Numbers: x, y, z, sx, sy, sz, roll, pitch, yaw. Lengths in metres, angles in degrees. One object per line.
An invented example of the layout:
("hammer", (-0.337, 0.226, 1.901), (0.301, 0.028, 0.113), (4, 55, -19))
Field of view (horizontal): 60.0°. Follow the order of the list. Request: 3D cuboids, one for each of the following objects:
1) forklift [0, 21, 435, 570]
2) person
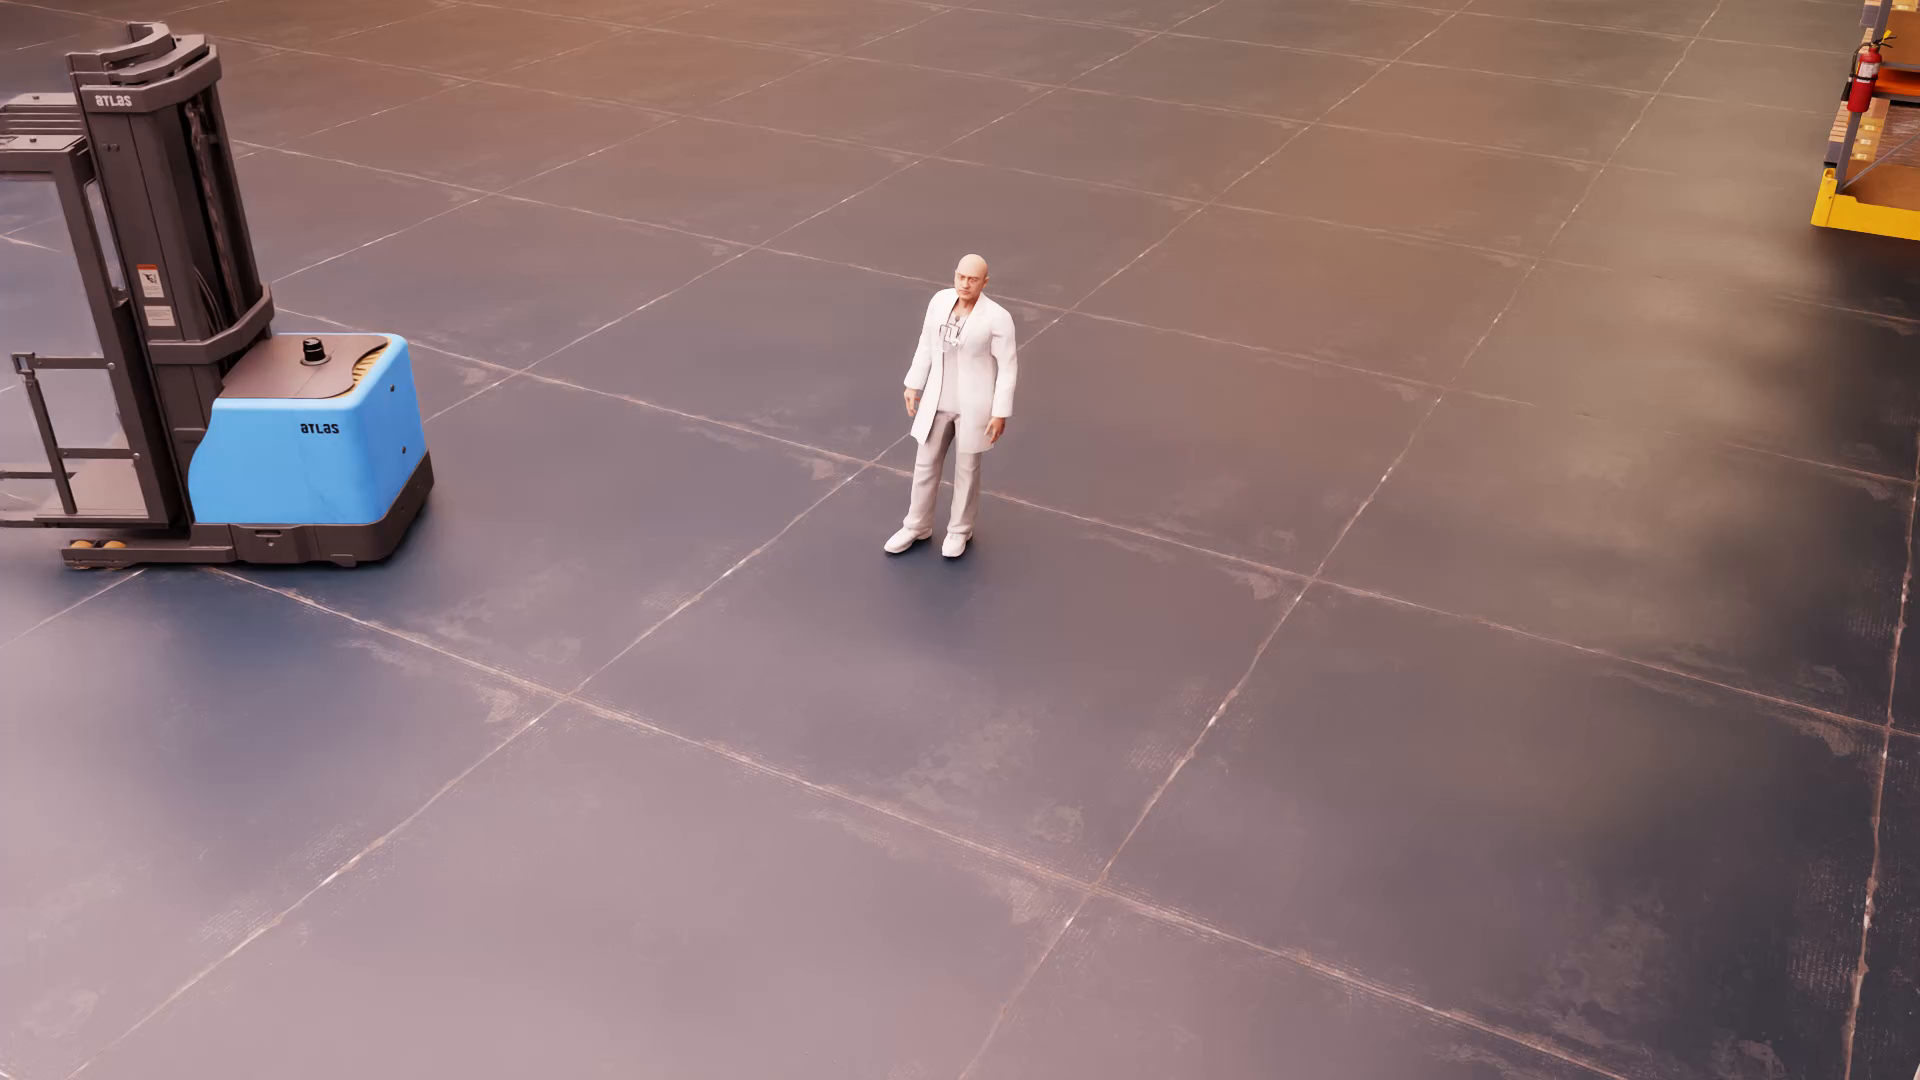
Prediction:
("forklift", (-4.830, -1.358, 9.423), (3.031, 2.935, 1.130), (0, 30, 1))
("person", (-0.048, -0.738, 9.489), (0.696, 1.775, 0.581), (15, 33, 25))
